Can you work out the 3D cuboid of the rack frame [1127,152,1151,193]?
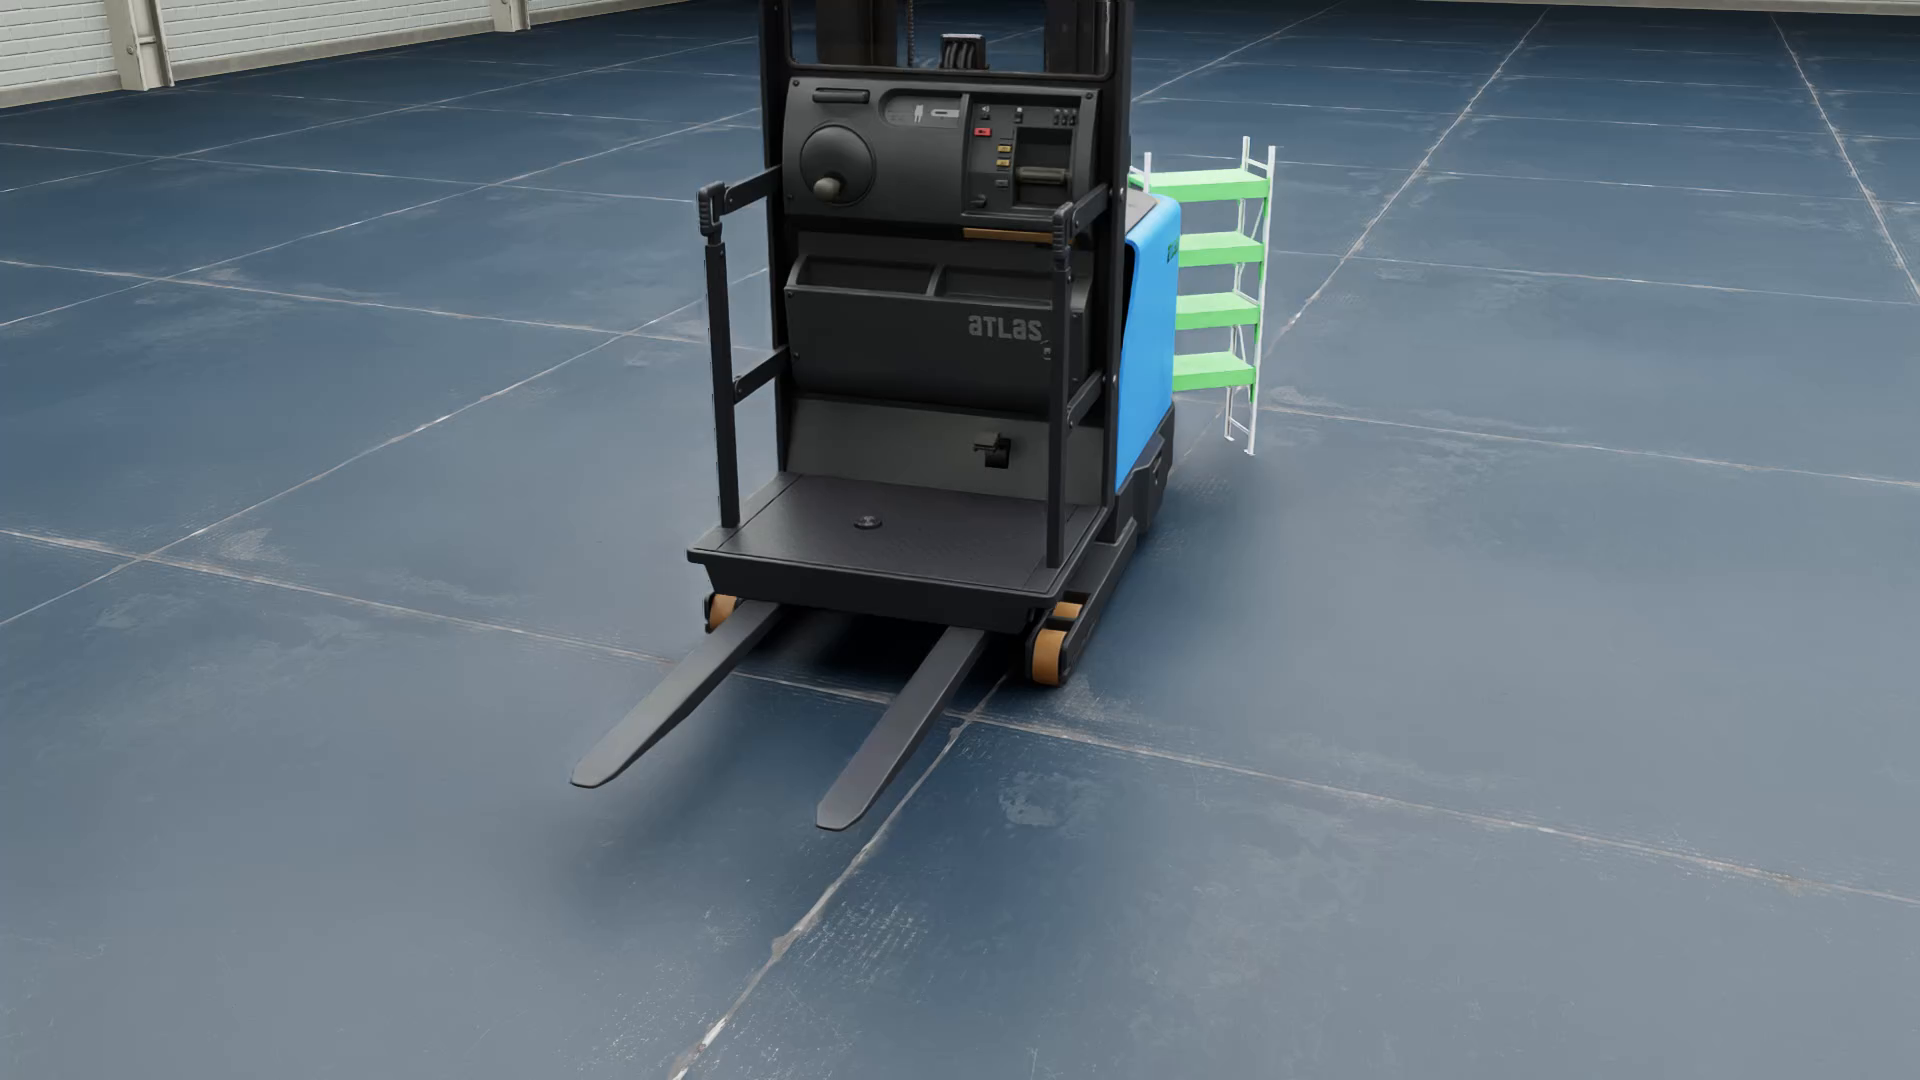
[{"bbox_3d":[0.645,-0.877,6.292,0.015,1.200,0.240,-6,23,-15],"label":"rack frame"}]

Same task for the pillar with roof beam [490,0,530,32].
[{"bbox_3d":[-1.837,-10.176,18.436,9.100,9.000,0.400,9,24,20],"label":"pillar with roof beam"}]

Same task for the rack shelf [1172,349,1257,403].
[{"bbox_3d":[0.879,-0.622,6.472,0.480,0.148,0.258,-6,23,-15],"label":"rack shelf"}]

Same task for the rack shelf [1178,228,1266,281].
[{"bbox_3d":[0.879,-1.065,6.287,0.480,0.148,0.258,-6,23,-15],"label":"rack shelf"}]

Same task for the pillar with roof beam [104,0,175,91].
[{"bbox_3d":[-4.065,-8.028,13.295,9.100,9.000,0.400,9,24,20],"label":"pillar with roof beam"}]

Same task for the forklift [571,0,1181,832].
[{"bbox_3d":[-0.129,-1.105,4.594,1.130,2.935,3.031,7,24,16],"label":"forklift"}]

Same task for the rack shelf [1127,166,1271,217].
[{"bbox_3d":[0.879,-1.287,6.194,0.480,0.148,0.258,-6,23,-15],"label":"rack shelf"}]

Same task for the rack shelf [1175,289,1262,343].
[{"bbox_3d":[0.879,-0.844,6.379,0.480,0.148,0.258,-6,23,-15],"label":"rack shelf"}]

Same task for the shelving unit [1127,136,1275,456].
[{"bbox_3d":[0.879,-0.903,6.355,0.503,1.200,0.258,-6,23,-15],"label":"shelving unit"}]

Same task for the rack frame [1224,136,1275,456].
[{"bbox_3d":[1.113,-0.929,6.417,0.015,1.200,0.240,-6,23,-15],"label":"rack frame"}]
